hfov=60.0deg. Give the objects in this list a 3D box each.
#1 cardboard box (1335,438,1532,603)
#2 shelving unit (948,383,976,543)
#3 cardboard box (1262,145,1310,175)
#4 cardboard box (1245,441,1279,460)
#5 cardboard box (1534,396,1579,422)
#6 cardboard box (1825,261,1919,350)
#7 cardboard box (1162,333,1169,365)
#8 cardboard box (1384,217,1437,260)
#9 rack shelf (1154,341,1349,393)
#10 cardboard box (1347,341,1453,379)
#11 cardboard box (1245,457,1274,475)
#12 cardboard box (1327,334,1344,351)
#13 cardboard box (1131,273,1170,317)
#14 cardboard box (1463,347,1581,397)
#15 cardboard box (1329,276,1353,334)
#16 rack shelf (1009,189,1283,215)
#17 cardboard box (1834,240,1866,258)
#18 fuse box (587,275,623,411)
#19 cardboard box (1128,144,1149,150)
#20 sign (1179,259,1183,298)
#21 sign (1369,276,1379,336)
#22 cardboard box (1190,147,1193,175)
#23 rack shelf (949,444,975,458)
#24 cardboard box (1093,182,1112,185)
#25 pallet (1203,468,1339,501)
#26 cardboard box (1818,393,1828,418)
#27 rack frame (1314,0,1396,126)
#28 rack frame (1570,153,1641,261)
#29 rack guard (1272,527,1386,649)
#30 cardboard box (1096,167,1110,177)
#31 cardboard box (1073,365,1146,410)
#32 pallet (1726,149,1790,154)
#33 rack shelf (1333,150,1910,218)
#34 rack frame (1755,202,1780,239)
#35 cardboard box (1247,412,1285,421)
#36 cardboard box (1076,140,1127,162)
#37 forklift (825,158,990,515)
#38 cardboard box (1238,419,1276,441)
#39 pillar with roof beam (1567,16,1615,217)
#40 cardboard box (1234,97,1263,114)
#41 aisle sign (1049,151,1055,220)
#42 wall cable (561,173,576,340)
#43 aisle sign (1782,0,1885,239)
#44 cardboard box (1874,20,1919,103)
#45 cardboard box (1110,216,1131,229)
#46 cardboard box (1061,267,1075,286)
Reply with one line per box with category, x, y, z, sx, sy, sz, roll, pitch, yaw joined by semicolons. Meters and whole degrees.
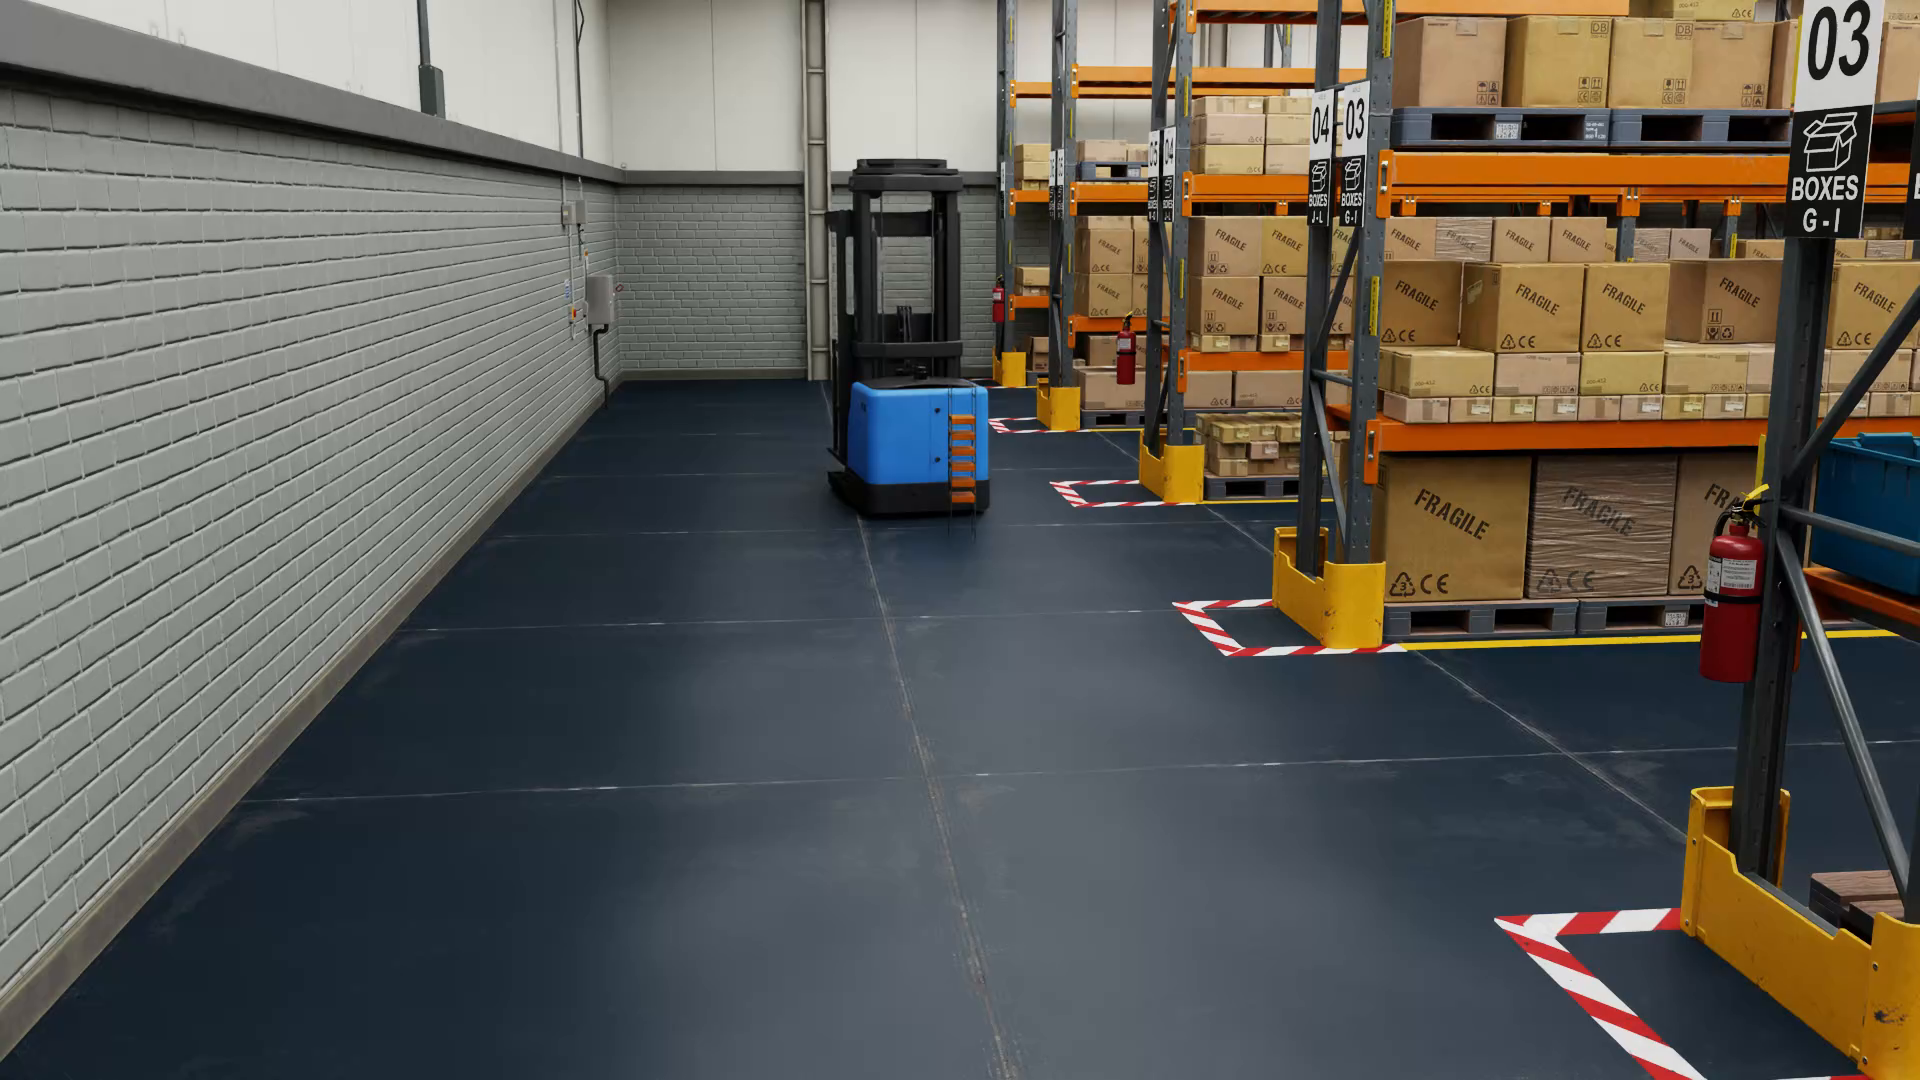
cardboard box;2.891;-0.145;10.250;0.875;0.875;0.875;-1;11;-6
shelving unit;0.014;-0.589;12.754;0.189;1.200;0.258;-1;11;-6
cardboard box;2.826;-3.275;14.364;0.500;0.250;0.500;-1;11;-4
cardboard box;2.655;-0.816;14.774;0.250;0.149;0.380;-1;11;-6
cardboard box;3.420;-0.791;9.765;0.250;0.149;0.380;-1;11;-7
cardboard box;5.313;-1.406;9.918;0.500;0.500;0.500;-1;11;-5
cardboard box;3.158;-2.811;24.784;0.500;0.500;0.700;-2;11;-8
cardboard box;3.830;-2.580;14.593;0.500;0.500;0.500;-2;11;-8
rack shelf;3.816;-1.595;15.070;4.000;0.370;1.077;-1;11;-6
cardboard box;2.716;-1.086;10.236;0.500;0.250;0.500;-1;11;-7
cardboard box;2.635;-0.684;14.874;0.250;0.149;0.380;-1;11;-6
cardboard box;3.222;-1.768;14.737;0.250;0.149;0.380;-1;11;-7
cardboard box;2.201;-2.873;19.449;0.500;0.500;0.500;-1;11;-7
cardboard box;3.286;-0.996;9.775;0.500;0.250;0.500;-1;11;-7
cardboard box;3.322;-2.082;14.650;0.500;0.500;0.500;-1;11;-5
rack shelf;2.641;-4.966;24.440;4.000;0.370;1.077;-1;11;-6
cardboard box;10.663;-3.411;20.322;0.500;0.500;0.500;-1;11;-5
fuse box;-4.492;-2.505;21.175;0.414;1.711;0.539;-1;11;-6
cardboard box;2.633;-5.589;24.065;0.500;0.250;0.500;-1;11;-5
sign;1.887;-2.227;14.176;0.005;0.325;0.100;-1;11;-6
sign;2.317;-1.310;9.307;0.005;0.325;0.100;-1;11;-6
cardboard box;2.252;-3.365;14.820;0.500;0.250;0.500;-1;11;-7
rack shelf;0.014;-0.663;12.739;0.180;0.103;0.258;-1;11;-6
cardboard box;2.028;-5.121;24.015;0.250;0.149;0.380;-1;11;-6
pallet;2.715;-0.550;15.117;1.213;0.211;1.003;-1;11;-6
cardboard box;4.949;-0.822;9.926;0.250;0.149;0.380;-1;11;-5
rack frame;2.263;-3.897;9.361;0.127;3.000;1.000;-1;11;-6
rack frame;5.805;-1.990;15.213;0.127;3.000;1.000;-1;11;-6
rack guard;2.239;0.274;10.178;0.348;0.500;1.175;-1;11;-6
cardboard box;2.137;-5.329;24.041;0.500;0.250;0.500;-2;11;-8
cardboard box;1.838;-1.835;19.981;0.875;0.438;0.875;-2;11;-8
pallet;5.425;-2.450;10.006;1.213;0.211;1.003;-1;11;-6
rack shelf;4.251;-2.114;9.932;4.000;0.370;1.077;-1;11;-6
rack frame;12.583;-4.055;25.720;0.127;3.000;1.000;-1;11;-6
cardboard box;2.827;-1.089;15.391;0.250;0.149;0.380;-1;11;-7
cardboard box;1.631;-4.533;19.417;0.500;0.250;0.500;-2;11;-11
forklift;-0.593;-1.888;14.873;1.130;2.935;3.031;-3;11;-13
cardboard box;2.647;-0.980;14.837;0.250;0.149;0.380;-1;11;-5
pillar with roof beam;10.270;-6.290;21.535;0.400;9.000;9.100;-1;11;-6
cardboard box;2.430;-3.710;14.249;0.250;0.149;0.380;-1;11;-4
aisle sign;1.088;-4.187;19.651;0.004;0.787;0.394;-1;11;-6
wall cable;-4.410;-3.245;18.885;0.123;1.953;0.585;-1;11;-6
aisle sign;2.695;-1.333;5.136;0.004;0.787;0.394;-1;11;-6
cardboard box;5.468;-2.785;9.873;0.500;0.500;0.700;-2;11;-9
cardboard box;1.829;-3.685;19.303;0.250;0.149;0.380;-1;11;-5
cardboard box;1.635;-3.846;24.273;0.500;0.250;0.500;-1;11;-5
